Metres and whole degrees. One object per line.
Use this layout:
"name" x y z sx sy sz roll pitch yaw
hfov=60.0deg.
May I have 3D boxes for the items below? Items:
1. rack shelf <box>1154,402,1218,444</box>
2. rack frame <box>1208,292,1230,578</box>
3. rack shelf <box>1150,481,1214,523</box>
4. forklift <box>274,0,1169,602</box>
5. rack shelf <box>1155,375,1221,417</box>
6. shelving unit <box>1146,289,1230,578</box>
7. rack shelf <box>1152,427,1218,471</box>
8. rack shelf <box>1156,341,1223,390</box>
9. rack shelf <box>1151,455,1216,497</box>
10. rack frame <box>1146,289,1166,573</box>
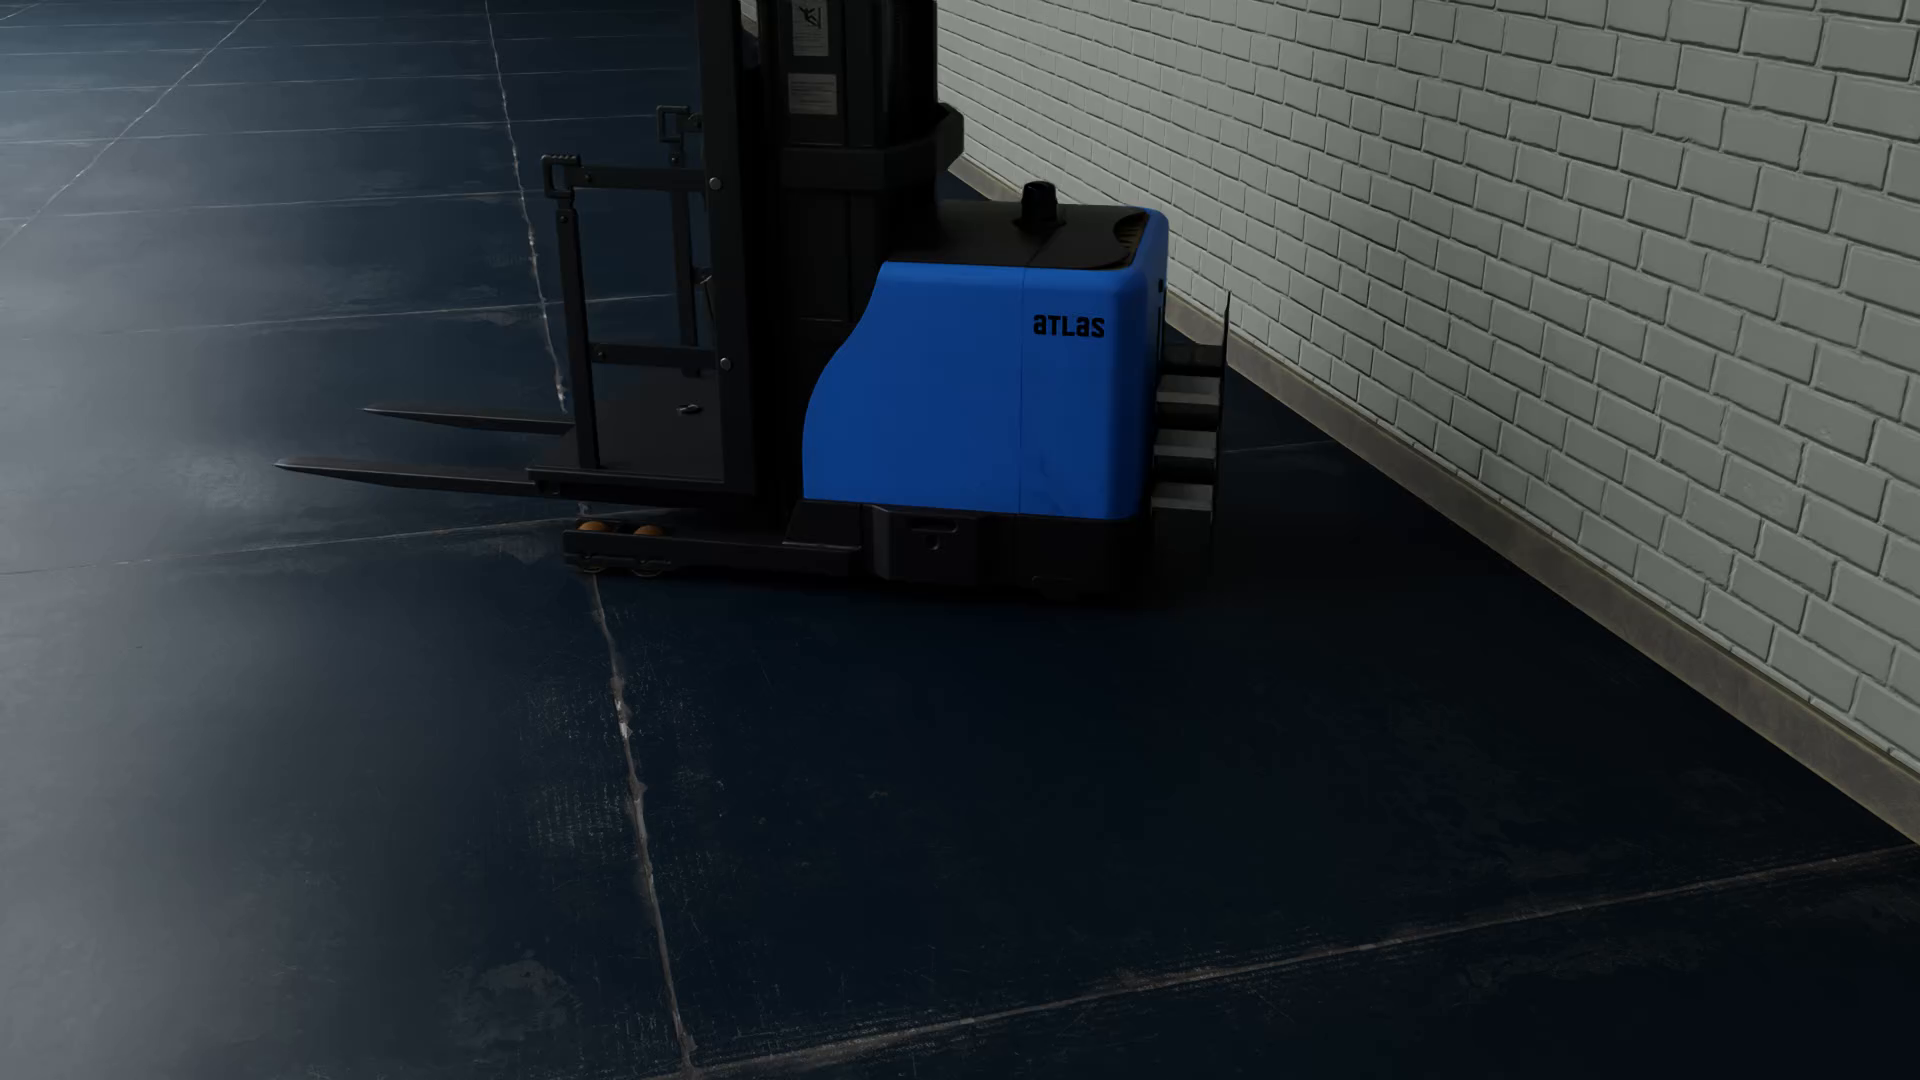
"rack shelf" 0.739 -0.394 5.384 0.200 0.077 0.258 4 24 10
"rack frame" 0.839 -0.335 5.389 0.006 0.900 0.240 4 24 10
"rack shelf" 0.739 -0.146 5.491 0.200 0.077 0.258 4 24 10
"forklift" -0.845 -1.423 5.349 3.031 2.935 1.130 4 24 10
"rack shelf" 0.739 -0.477 5.349 0.200 0.077 0.258 4 24 10
"shelving unit" 0.739 -0.342 5.407 0.210 0.900 0.258 4 24 10
"rack shelf" 0.739 -0.312 5.420 0.200 0.077 0.258 4 24 10
"rack shelf" 0.739 -0.560 5.313 0.200 0.077 0.258 4 24 10
"rack shelf" 0.739 -0.229 5.455 0.200 0.077 0.258 4 24 10
"rack frame" 0.639 -0.350 5.424 0.006 0.900 0.240 4 24 10
